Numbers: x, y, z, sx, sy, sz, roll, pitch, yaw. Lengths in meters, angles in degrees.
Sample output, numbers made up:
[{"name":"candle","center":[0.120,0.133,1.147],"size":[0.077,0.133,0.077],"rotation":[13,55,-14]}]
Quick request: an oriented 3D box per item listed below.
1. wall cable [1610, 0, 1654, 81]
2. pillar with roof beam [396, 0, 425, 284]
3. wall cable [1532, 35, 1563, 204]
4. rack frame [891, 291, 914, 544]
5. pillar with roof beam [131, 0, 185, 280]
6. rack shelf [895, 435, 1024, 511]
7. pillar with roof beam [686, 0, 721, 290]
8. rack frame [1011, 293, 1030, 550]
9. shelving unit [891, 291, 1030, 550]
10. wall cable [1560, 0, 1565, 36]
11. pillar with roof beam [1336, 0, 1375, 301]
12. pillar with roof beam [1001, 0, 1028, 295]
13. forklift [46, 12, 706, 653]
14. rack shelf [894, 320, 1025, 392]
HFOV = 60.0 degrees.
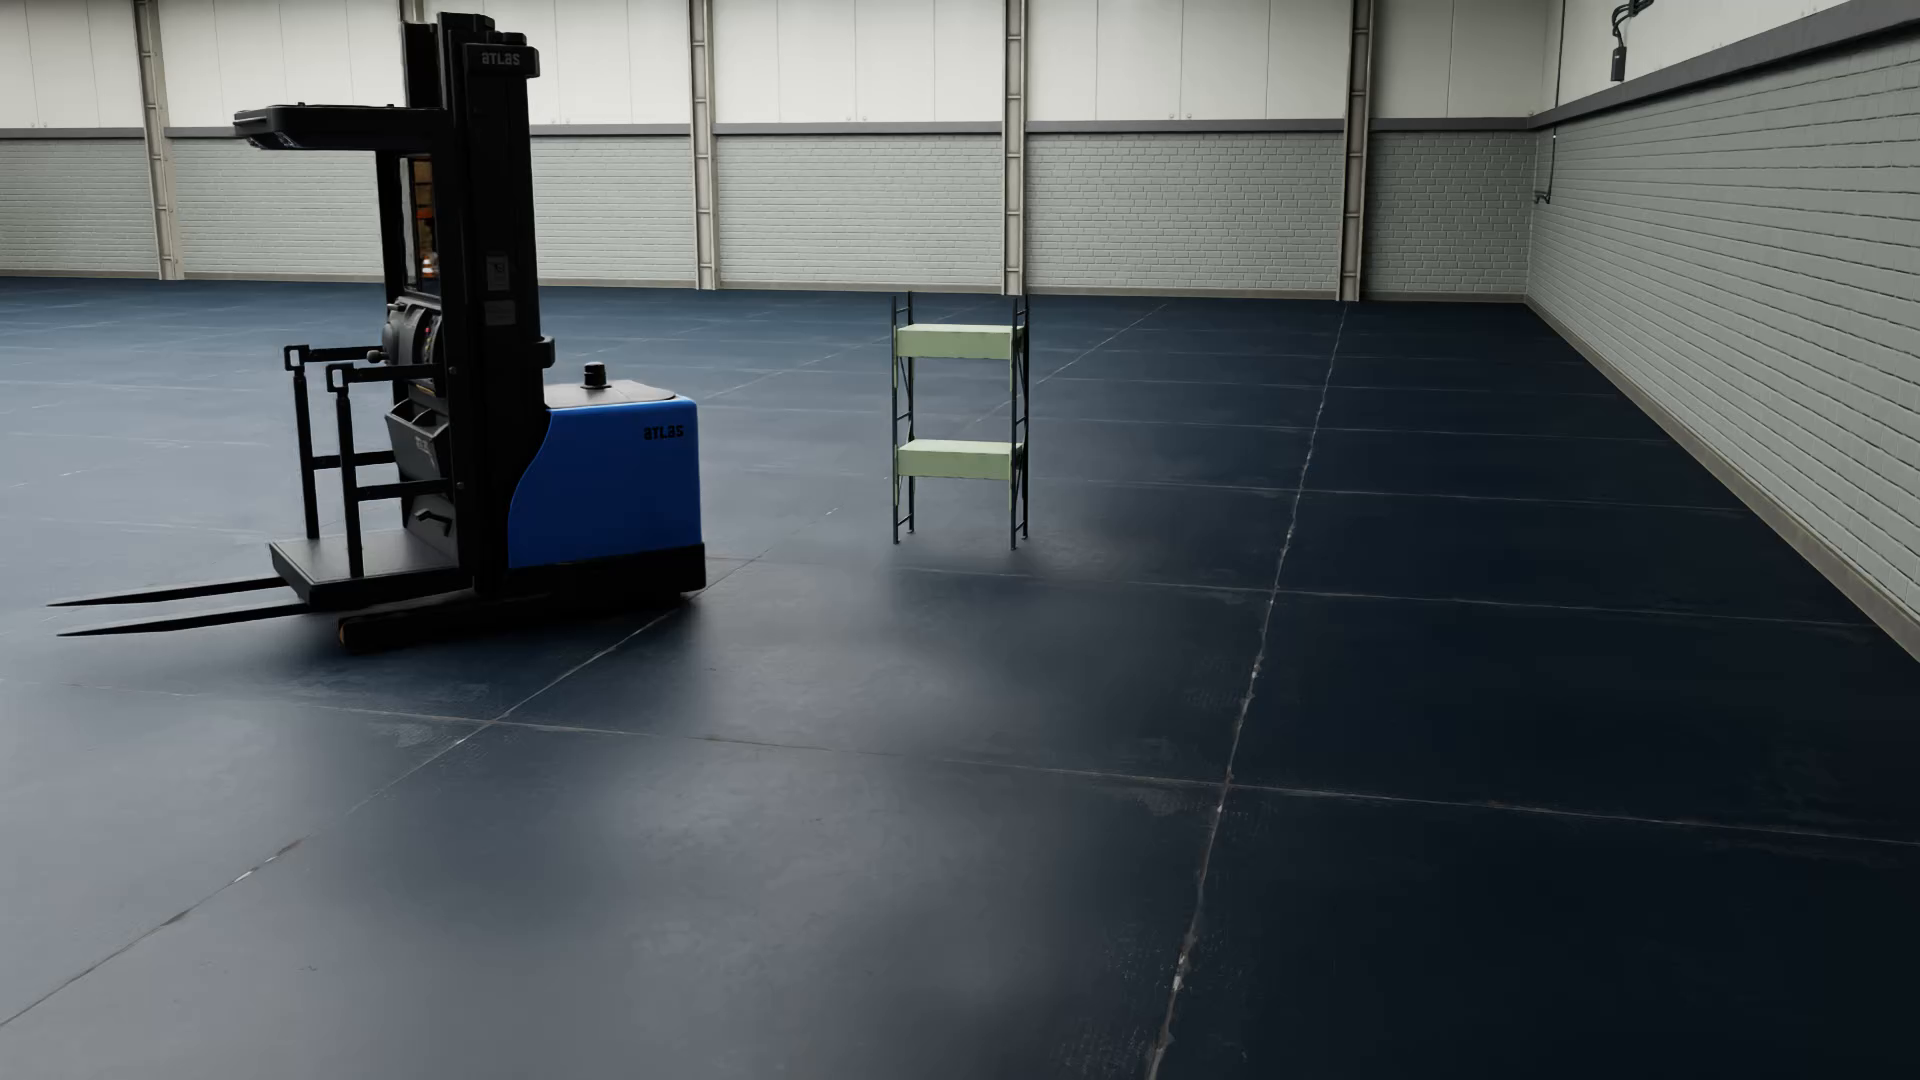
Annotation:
[{"name":"wall cable","center":[7.063,-7.836,16.925],"size":[0.169,6.003,2.305],"rotation":[3,13,14]},{"name":"pillar with roof beam","center":[-11.698,-8.631,28.360],"size":[0.400,9.000,9.100],"rotation":[3,13,14]},{"name":"wall cable","center":[9.353,-6.655,26.624],"size":[0.112,2.526,3.097],"rotation":[3,13,14]},{"name":"rack frame","center":[-0.349,-0.751,10.155],"size":[0.023,1.500,0.400],"rotation":[3,13,14]},{"name":"pillar with roof beam","center":[-17.523,-8.942,29.763],"size":[0.400,9.000,9.100],"rotation":[3,13,14]},{"name":"rack shelf","center":[0.006,-0.414,10.140],"size":[0.720,0.370,0.431],"rotation":[3,13,14]},{"name":"pillar with roof beam","center":[-5.873,-8.320,26.956],"size":[0.400,9.000,9.100],"rotation":[3,13,14]},{"name":"rack frame","center":[0.362,-0.713,9.984],"size":[0.023,1.500,0.400],"rotation":[3,13,14]},{"name":"shelving unit","center":[0.006,-0.732,10.070],"size":[0.755,1.500,0.431],"rotation":[3,13,14]},{"name":"wall cable","center":[8.704,-8.552,23.513],"size":[0.112,2.526,3.097],"rotation":[3,13,14]},{"name":"pillar with roof beam","center":[5.778,-7.697,24.149],"size":[0.400,9.000,9.100],"rotation":[3,13,14]},{"name":"pillar with roof beam","center":[-0.047,-8.008,25.553],"size":[0.400,9.000,9.100],"rotation":[3,13,14]},{"name":"forklift","center":[-2.866,-1.029,8.106],"size":[3.031,2.935,1.130],"rotation":[-8,15,-31]},{"name":"rack shelf","center":[0.006,-1.113,9.985],"size":[0.720,0.370,0.431],"rotation":[3,13,14]}]
